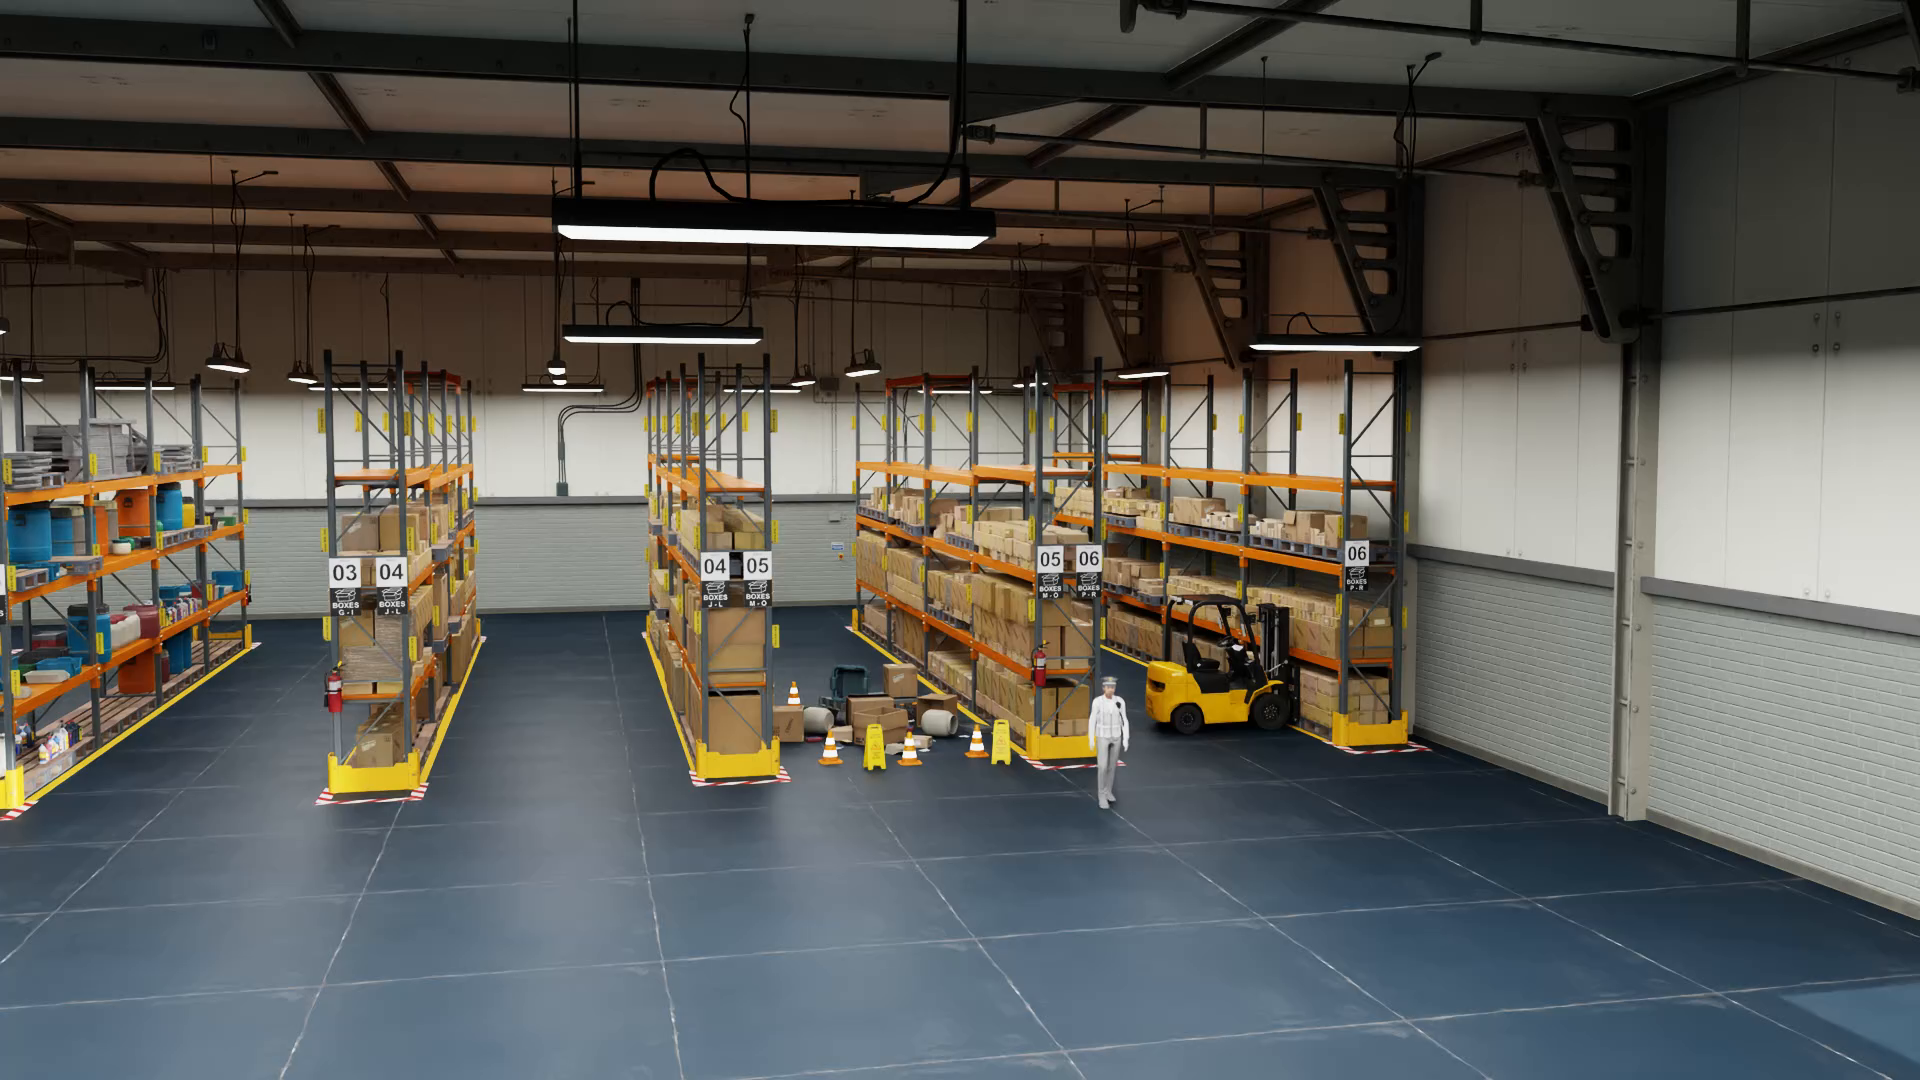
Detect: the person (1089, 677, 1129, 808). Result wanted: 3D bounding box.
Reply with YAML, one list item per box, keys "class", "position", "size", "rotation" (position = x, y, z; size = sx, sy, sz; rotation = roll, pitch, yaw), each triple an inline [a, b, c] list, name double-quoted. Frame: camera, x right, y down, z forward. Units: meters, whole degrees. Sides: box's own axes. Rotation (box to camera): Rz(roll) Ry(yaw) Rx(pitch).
- class: "person"
  position: [1.972, 2.637, 21.928]
  size: [0.514, 1.696, 0.523]
  rotation: [-1, 4, -10]
